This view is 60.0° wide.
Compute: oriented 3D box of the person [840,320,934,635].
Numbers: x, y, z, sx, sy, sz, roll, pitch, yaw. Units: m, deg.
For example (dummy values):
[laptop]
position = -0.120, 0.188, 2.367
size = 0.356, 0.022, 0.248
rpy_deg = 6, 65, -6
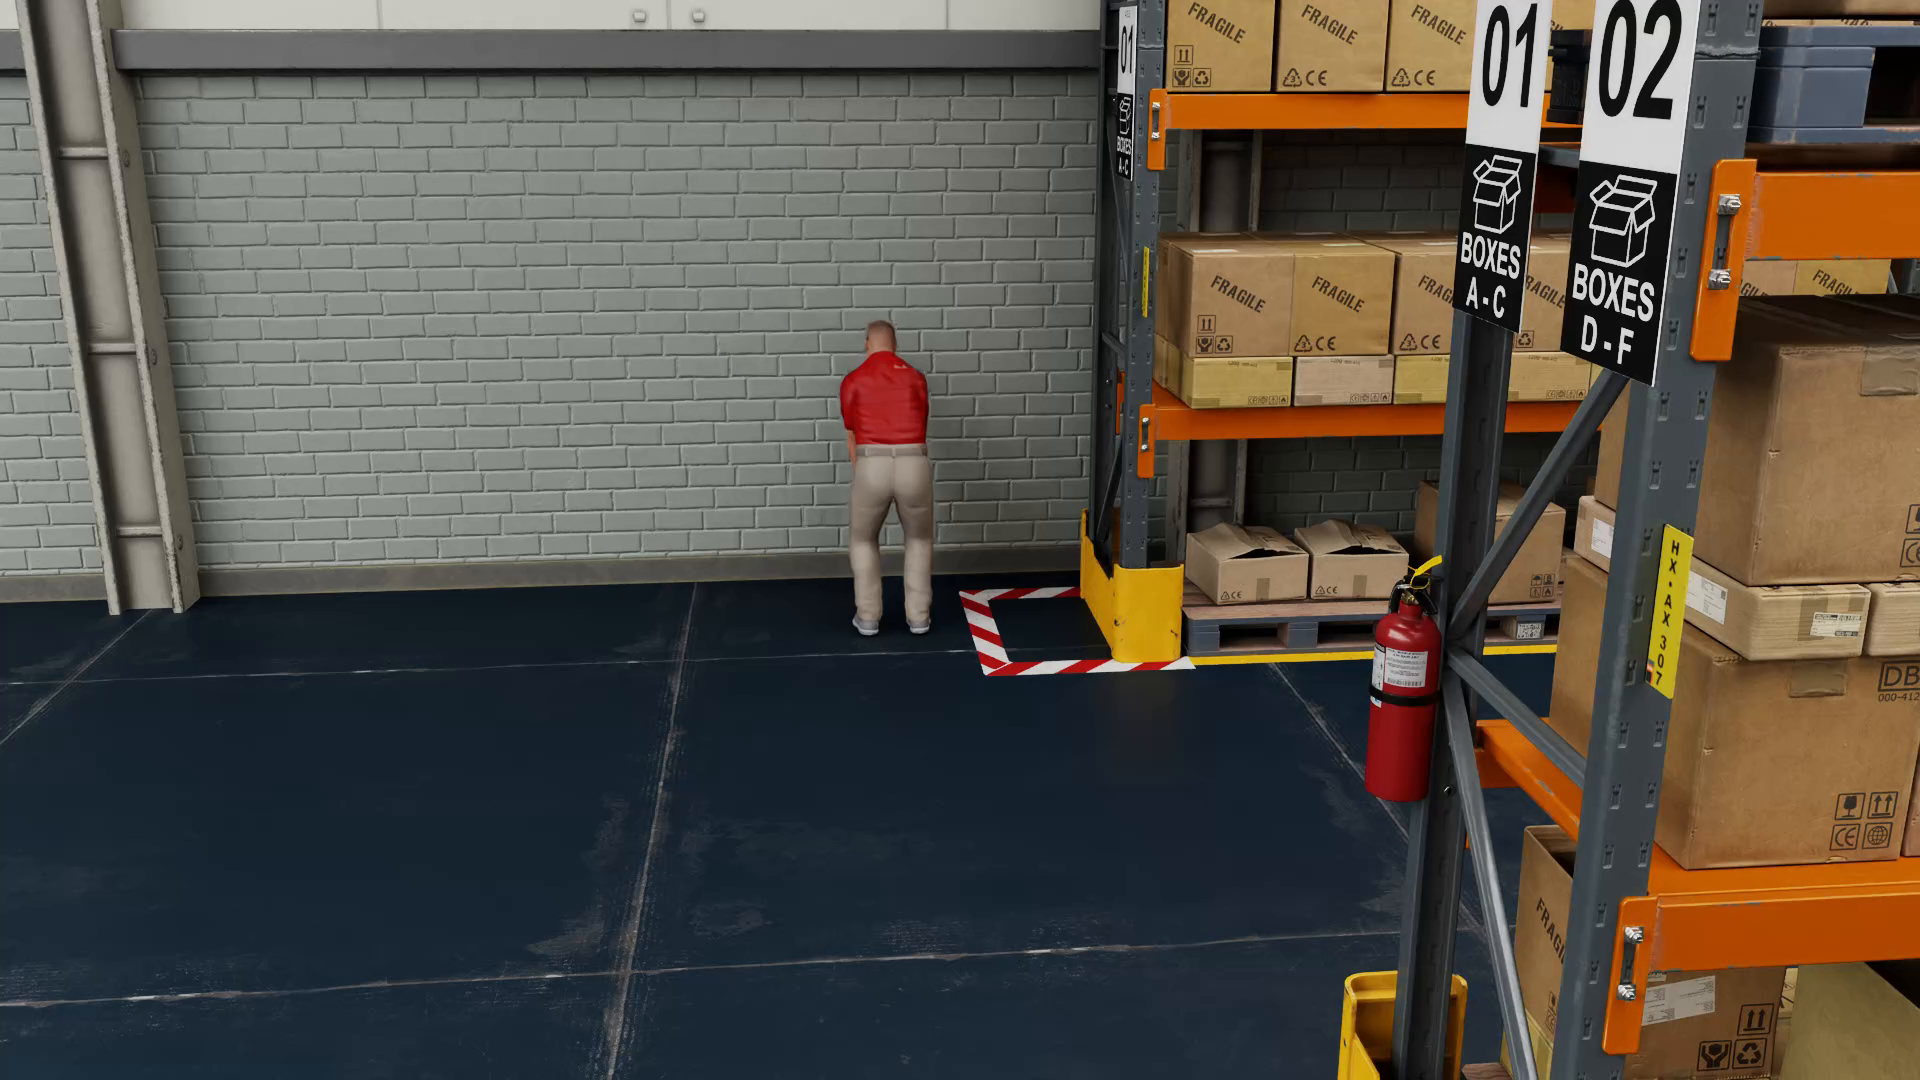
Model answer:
[person]
position = -0.384, -0.326, 8.845
size = 0.484, 1.632, 0.622
rpy_deg = -2, 17, -7
